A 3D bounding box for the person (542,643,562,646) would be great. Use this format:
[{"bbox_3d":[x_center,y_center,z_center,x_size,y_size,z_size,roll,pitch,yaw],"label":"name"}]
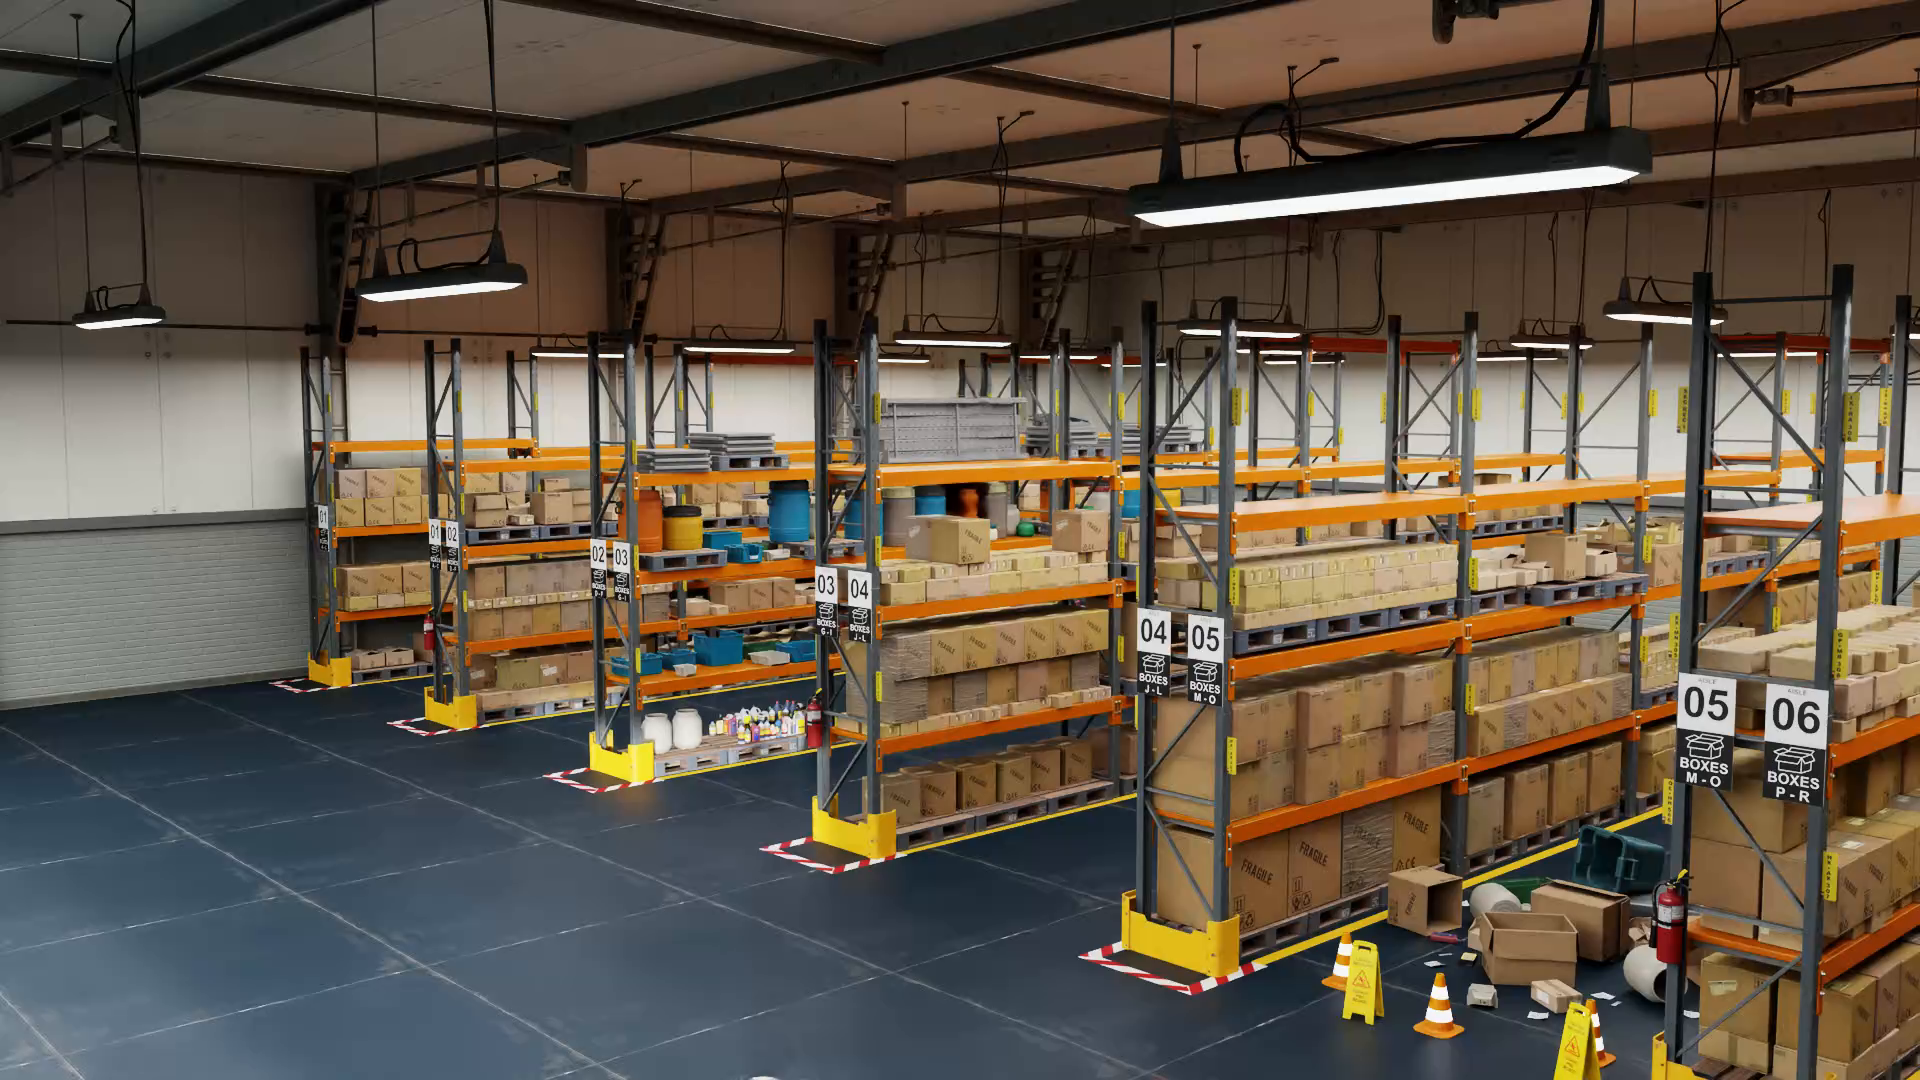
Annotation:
[{"bbox_3d":[-7.149,1.774,29.354,0.575,1.689,0.711,4,7,42],"label":"person"}]
